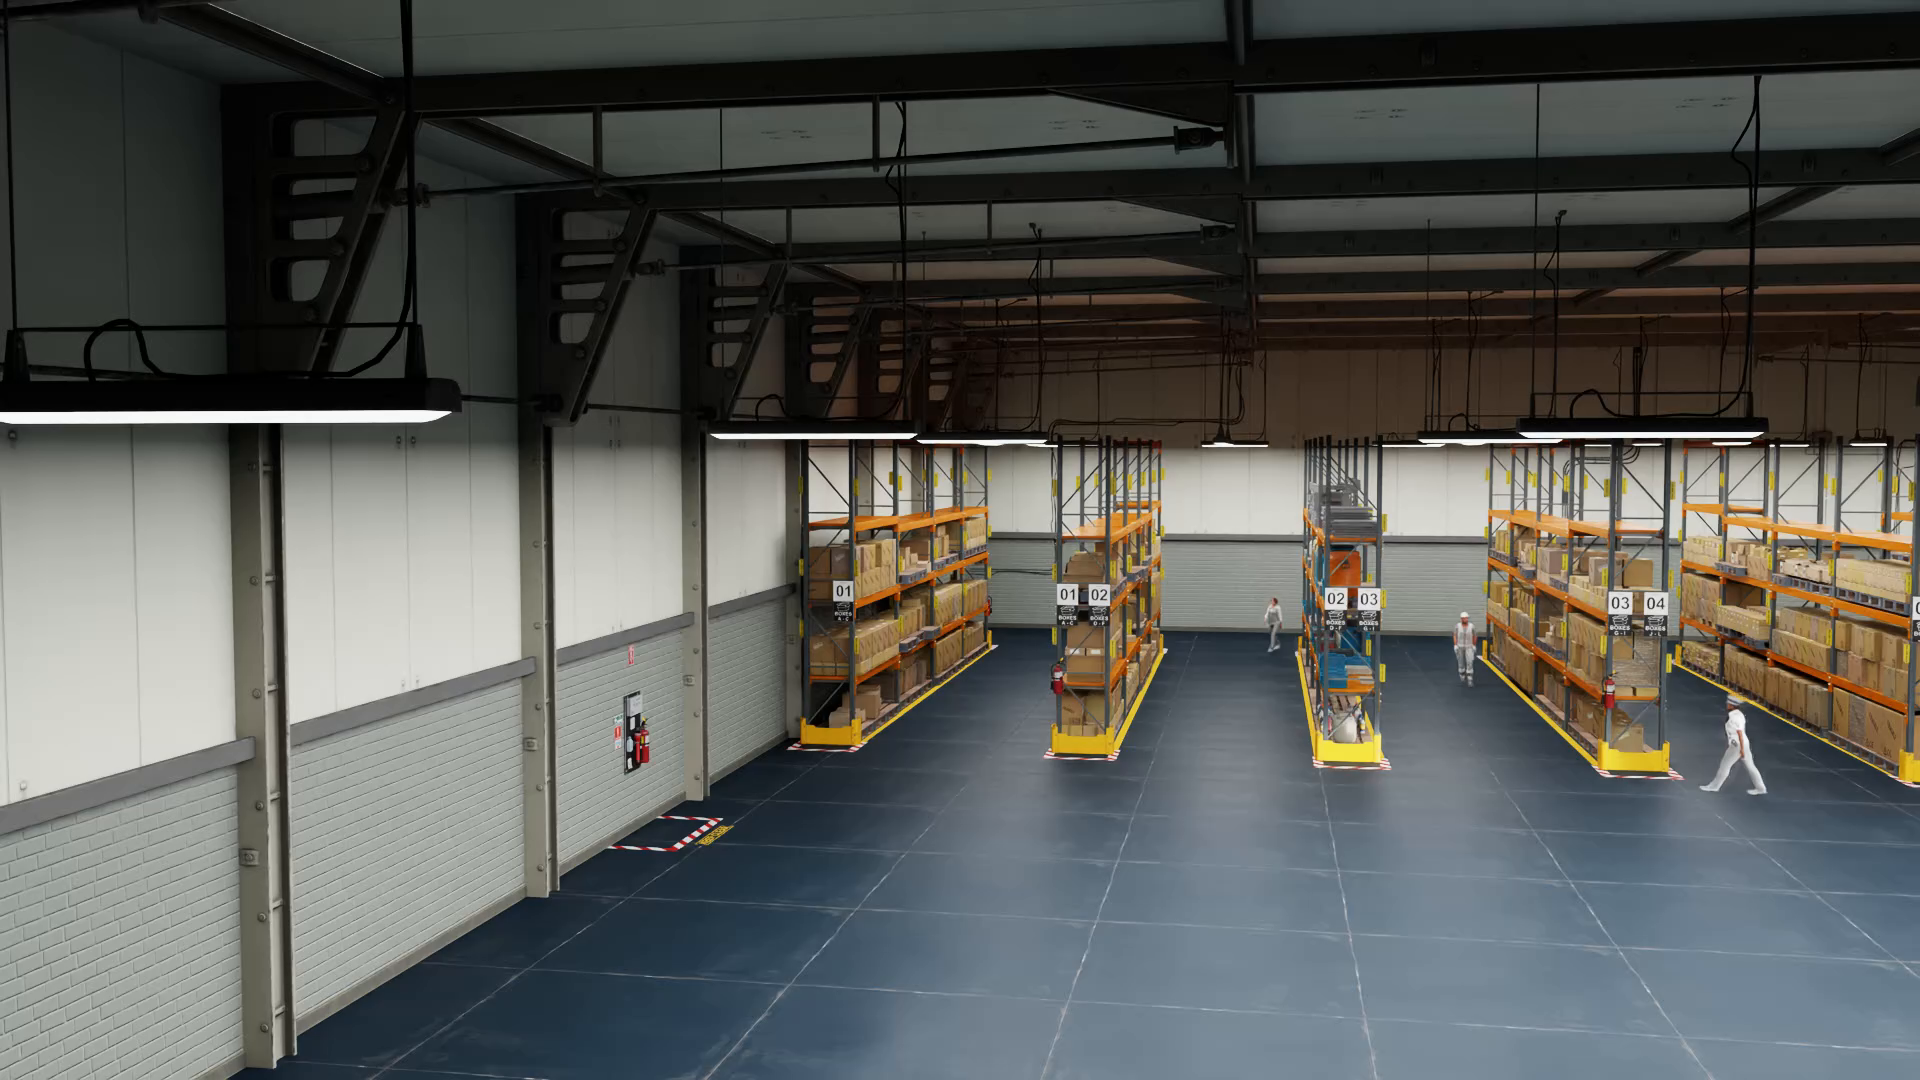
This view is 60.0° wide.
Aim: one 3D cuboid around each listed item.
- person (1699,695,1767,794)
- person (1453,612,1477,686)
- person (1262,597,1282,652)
[{"bbox_3d":[12.868,3.389,27.633,1.000,1.611,0.492,2,4,33],"label":"person"},{"bbox_3d":[12.309,2.627,40.551,0.544,1.746,0.902,1,3,20],"label":"person"},{"bbox_3d":[8.871,2.379,47.128,0.475,1.537,0.963,2,4,37],"label":"person"}]
